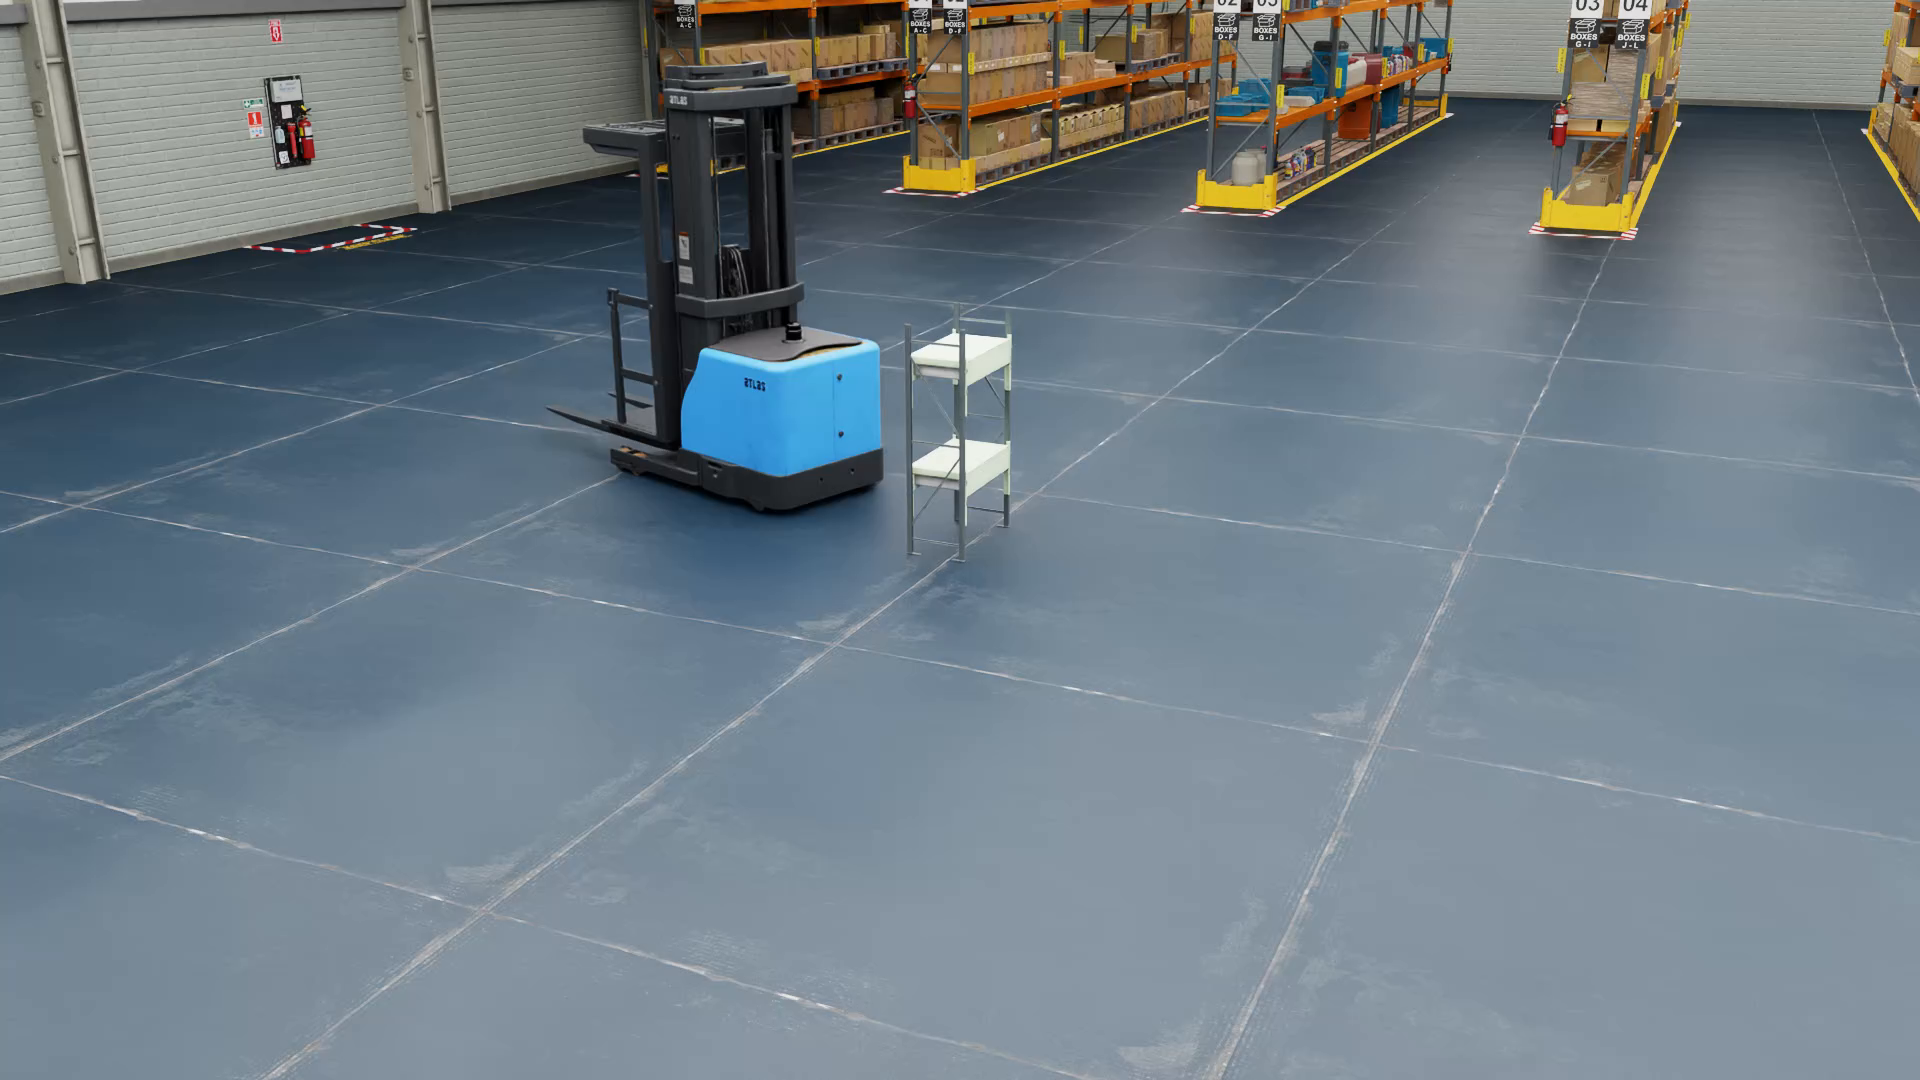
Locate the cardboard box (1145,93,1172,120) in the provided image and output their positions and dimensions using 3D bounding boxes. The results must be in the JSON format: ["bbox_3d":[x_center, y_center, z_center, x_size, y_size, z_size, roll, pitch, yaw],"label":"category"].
[{"bbox_3d":[4.229,-9.330,35.800,0.500,0.500,0.500,9,21,23],"label":"cardboard box"}]

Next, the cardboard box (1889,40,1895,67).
[{"bbox_3d":[18.899,-9.717,33.223,0.500,0.500,0.500,9,21,23],"label":"cardboard box"}]

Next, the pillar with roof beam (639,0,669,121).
[{"bbox_3d":[-1.424,-10.372,26.705,9.100,9.000,0.400,9,21,23],"label":"pillar with roof beam"}]

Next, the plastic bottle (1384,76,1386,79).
[{"bbox_3d":[8.223,-9.099,32.252,0.061,0.283,0.133,9,21,23],"label":"plastic bottle"}]

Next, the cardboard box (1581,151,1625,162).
[{"bbox_3d":[9.918,-5.715,25.665,0.500,0.500,0.500,17,26,40],"label":"cardboard box"}]

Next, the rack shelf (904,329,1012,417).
[{"bbox_3d":[-0.003,-1.072,10.581,0.431,0.370,0.720,9,21,23],"label":"rack shelf"}]

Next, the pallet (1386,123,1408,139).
[{"bbox_3d":[8.749,-8.569,34.748,1.003,0.211,1.213,9,21,23],"label":"pallet"}]

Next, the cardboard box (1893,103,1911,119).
[{"bbox_3d":[17.562,-7.905,30.706,0.500,0.250,0.500,8,21,20],"label":"cardboard box"}]

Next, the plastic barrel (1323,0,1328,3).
[{"bbox_3d":[6.105,-9.702,28.548,0.600,0.901,0.600,0,20,0],"label":"plastic barrel"}]

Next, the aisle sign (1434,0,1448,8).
[{"bbox_3d":[11.038,-12.542,37.880,0.394,0.787,0.004,9,21,23],"label":"aisle sign"}]

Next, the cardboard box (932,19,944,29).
[{"bbox_3d":[-0.528,-11.377,36.742,0.500,0.250,0.500,8,21,22],"label":"cardboard box"}]

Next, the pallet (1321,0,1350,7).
[{"bbox_3d":[5.621,-8.758,26.923,1.213,0.211,1.003,9,21,23],"label":"pallet"}]

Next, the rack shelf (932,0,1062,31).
[{"bbox_3d":[0.491,-8.811,27.864,1.077,0.370,4.000,9,21,23],"label":"rack shelf"}]

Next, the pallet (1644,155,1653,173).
[{"bbox_3d":[11.662,-6.658,29.375,1.003,0.211,1.213,9,21,23],"label":"pallet"}]

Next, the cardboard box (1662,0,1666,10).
[{"bbox_3d":[10.397,-8.155,25.170,0.500,0.250,0.500,9,22,25],"label":"cardboard box"}]

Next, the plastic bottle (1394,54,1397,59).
[{"bbox_3d":[8.894,-9.783,34.076,0.144,0.351,0.185,9,21,23],"label":"plastic bottle"}]

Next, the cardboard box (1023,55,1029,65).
[{"bbox_3d":[0.975,-8.277,28.650,0.380,0.149,0.250,8,21,22],"label":"cardboard box"}]

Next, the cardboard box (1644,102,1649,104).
[{"bbox_3d":[10.415,-6.688,25.673,0.380,0.149,0.250,9,21,23],"label":"cardboard box"}]

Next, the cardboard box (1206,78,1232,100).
[{"bbox_3d":[6.226,-10.846,40.063,0.500,0.500,0.500,9,21,23],"label":"cardboard box"}]

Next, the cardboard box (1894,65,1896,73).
[{"bbox_3d":[17.416,-8.658,30.586,0.380,0.149,0.250,9,21,24],"label":"cardboard box"}]

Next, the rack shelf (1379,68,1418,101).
[{"bbox_3d":[8.284,-9.162,33.329,1.077,0.370,4.000,9,21,23],"label":"rack shelf"}]

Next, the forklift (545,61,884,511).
[{"bbox_3d":[-1.977,-1.975,12.148,3.031,2.935,1.130,17,26,40],"label":"forklift"}]

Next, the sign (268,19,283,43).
[{"bbox_3d":[-8.950,-6.656,21.747,0.001,0.298,0.199,9,21,23],"label":"sign"}]

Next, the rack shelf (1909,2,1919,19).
[{"bbox_3d":[17.286,-9.185,28.915,1.077,0.370,4.000,9,21,23],"label":"rack shelf"}]

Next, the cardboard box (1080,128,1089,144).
[{"bbox_3d":[2.121,-7.654,31.492,0.500,0.250,0.500,8,21,21],"label":"cardboard box"}]

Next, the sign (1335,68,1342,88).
[{"bbox_3d":[6.324,-7.719,27.783,0.100,0.325,0.005,9,21,23],"label":"sign"}]

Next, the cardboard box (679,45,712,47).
[{"bbox_3d":[-4.635,-8.422,29.248,0.500,0.500,0.500,9,21,23],"label":"cardboard box"}]

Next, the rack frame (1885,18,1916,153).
[{"bbox_3d":[18.105,-8.722,31.016,1.000,3.000,0.127,9,21,23],"label":"rack frame"}]

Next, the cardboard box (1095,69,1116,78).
[{"bbox_3d":[2.831,-9.140,32.566,0.380,0.149,0.250,9,21,23],"label":"cardboard box"}]

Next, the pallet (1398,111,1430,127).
[{"bbox_3d":[9.867,-9.403,37.095,1.003,0.211,1.213,9,21,23],"label":"pallet"}]

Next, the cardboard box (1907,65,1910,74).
[{"bbox_3d":[16.362,-8.014,28.330,0.380,0.149,0.250,9,22,25],"label":"cardboard box"}]

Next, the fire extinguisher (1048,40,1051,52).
[{"bbox_3d":[2.185,-12.466,42.216,0.296,0.674,0.183,9,21,23],"label":"fire extinguisher"}]

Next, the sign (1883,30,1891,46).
[{"bbox_3d":[19.248,-10.427,34.519,0.100,0.325,0.005,9,21,23],"label":"sign"}]

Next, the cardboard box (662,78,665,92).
[{"bbox_3d":[-4.835,-7.912,28.934,0.500,0.250,0.500,9,21,23],"label":"cardboard box"}]

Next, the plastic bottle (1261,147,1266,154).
[{"bbox_3d":[5.041,-6.379,27.726,0.144,0.351,0.185,8,21,20],"label":"plastic bottle"}]

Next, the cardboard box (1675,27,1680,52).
[{"bbox_3d":[14.051,-9.967,33.180,0.500,0.500,0.500,9,21,23],"label":"cardboard box"}]

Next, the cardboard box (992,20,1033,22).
[{"bbox_3d":[1.215,-12.455,41.066,0.980,0.700,0.700,8,21,22],"label":"cardboard box"}]

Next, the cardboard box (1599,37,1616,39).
[{"bbox_3d":[9.326,-7.083,24.324,0.500,0.500,0.500,9,21,23],"label":"cardboard box"}]

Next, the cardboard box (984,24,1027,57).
[{"bbox_3d":[0.722,-8.562,28.483,0.700,0.500,0.500,9,21,23],"label":"cardboard box"}]

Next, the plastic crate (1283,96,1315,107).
[{"bbox_3d":[5.393,-7.012,26.602,0.530,0.136,0.437,9,21,23],"label":"plastic crate"}]

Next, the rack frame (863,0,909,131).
[{"bbox_3d":[-1.573,-10.249,35.312,1.000,3.000,0.127,9,21,23],"label":"rack frame"}]

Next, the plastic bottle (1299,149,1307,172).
[{"bbox_3d":[5.615,-6.233,27.314,0.144,0.351,0.185,8,21,22],"label":"plastic bottle"}]

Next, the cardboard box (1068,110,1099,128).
[{"bbox_3d":[2.334,-8.077,31.843,0.500,0.311,0.500,9,22,24],"label":"cardboard box"}]

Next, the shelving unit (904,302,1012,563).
[{"bbox_3d":[-0.003,-0.705,10.712,0.431,1.500,0.755,9,21,23],"label":"shelving unit"}]

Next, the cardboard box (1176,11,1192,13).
[{"bbox_3d":[5.178,-11.967,38.499,0.500,0.500,0.500,8,21,22],"label":"cardboard box"}]

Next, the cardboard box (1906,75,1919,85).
[{"bbox_3d":[16.250,-7.792,28.151,0.380,0.149,0.250,9,21,24],"label":"cardboard box"}]

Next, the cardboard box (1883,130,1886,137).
[{"bbox_3d":[18.187,-7.901,32.335,0.380,0.149,0.250,8,21,21],"label":"cardboard box"}]

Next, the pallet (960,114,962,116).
[{"bbox_3d":[-0.183,-9.912,38.525,1.003,0.211,1.213,9,21,23],"label":"pallet"}]

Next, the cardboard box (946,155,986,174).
[{"bbox_3d":[0.094,-6.161,27.293,0.500,0.250,0.500,9,21,23],"label":"cardboard box"}]

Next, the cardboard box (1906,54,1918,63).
[{"bbox_3d":[16.568,-8.310,28.719,0.380,0.149,0.250,9,22,24],"label":"cardboard box"}]

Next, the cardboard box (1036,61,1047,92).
[{"bbox_3d":[1.134,-8.259,29.565,0.700,0.500,0.500,8,21,21],"label":"cardboard box"}]
